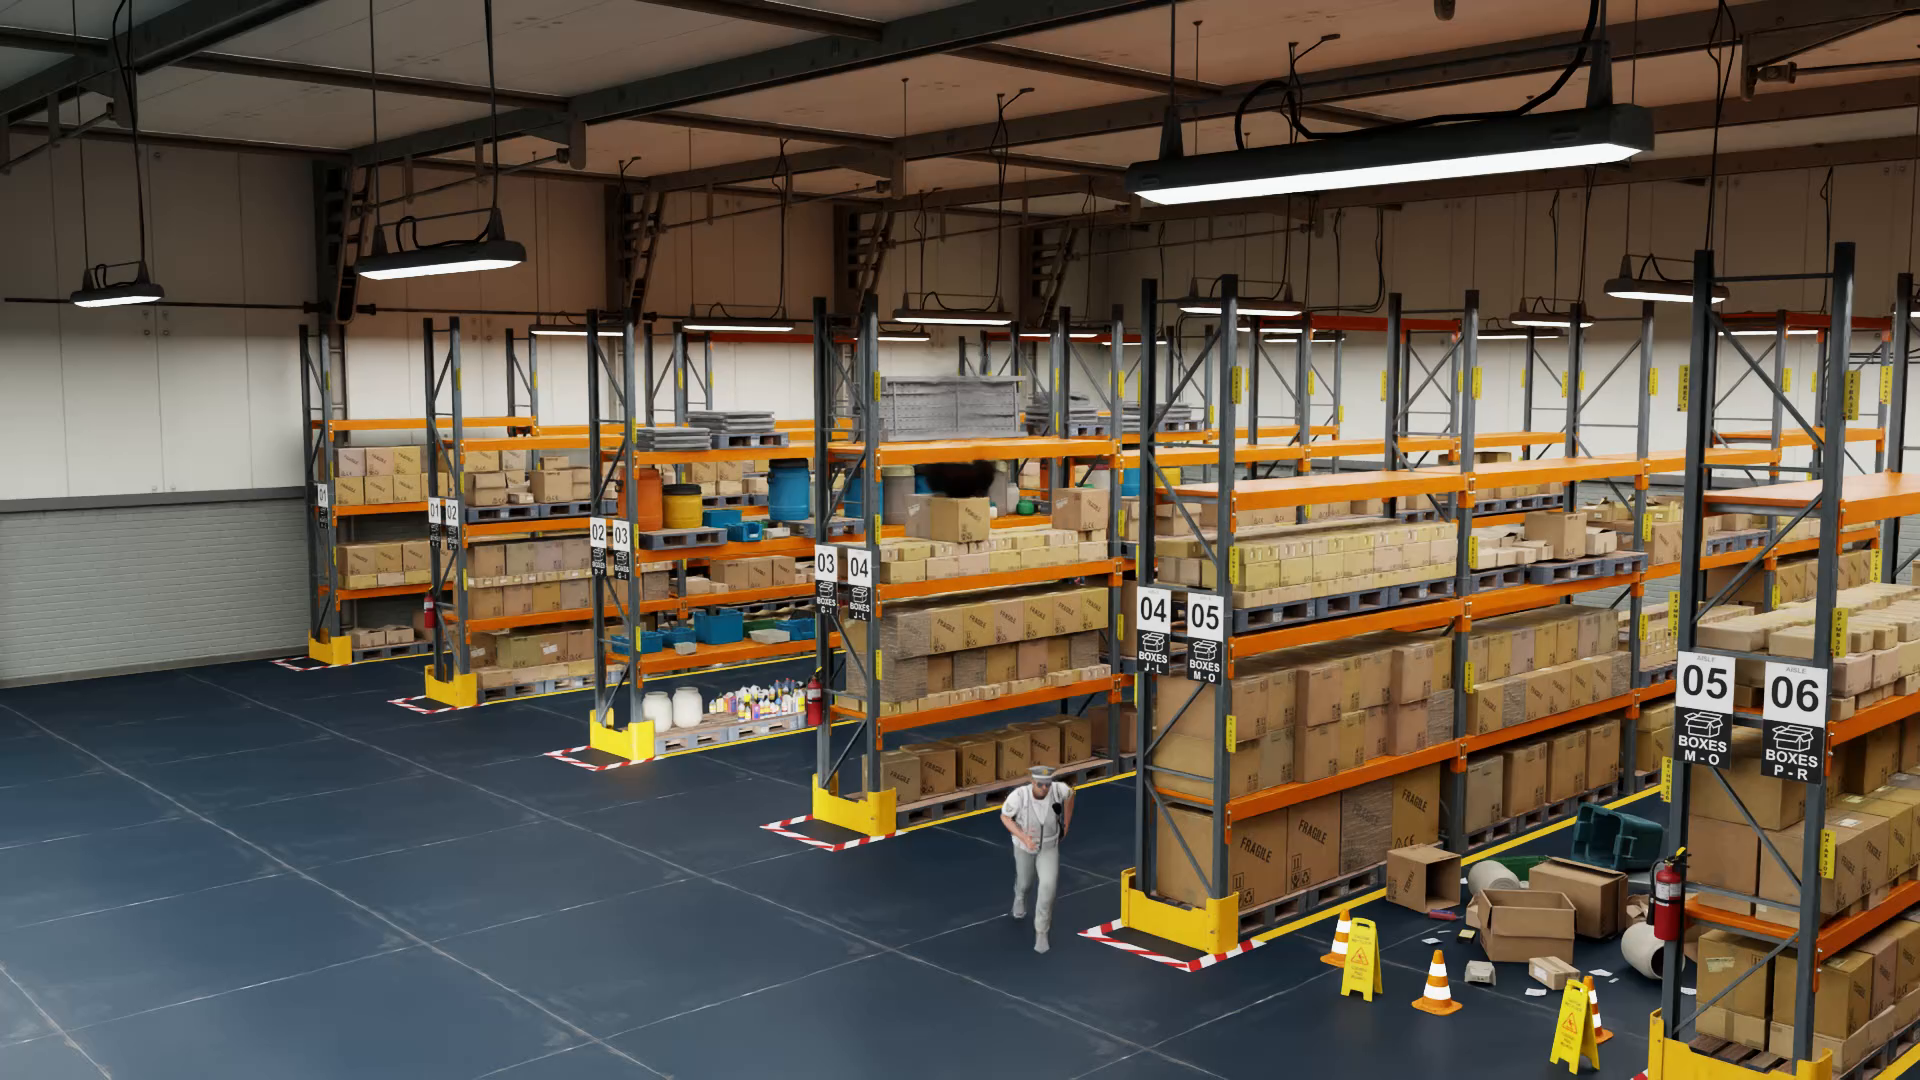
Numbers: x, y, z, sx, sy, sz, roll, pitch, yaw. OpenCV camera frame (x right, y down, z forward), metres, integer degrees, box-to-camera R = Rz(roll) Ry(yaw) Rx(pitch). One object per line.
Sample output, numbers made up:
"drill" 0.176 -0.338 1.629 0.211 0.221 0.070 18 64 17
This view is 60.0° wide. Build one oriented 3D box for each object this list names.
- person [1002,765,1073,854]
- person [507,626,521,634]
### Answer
"person" 0.708 2.412 15.028 0.668 0.856 0.633 -1 6 -11
"person" -7.765 1.336 29.317 0.687 1.632 0.567 4 7 37
